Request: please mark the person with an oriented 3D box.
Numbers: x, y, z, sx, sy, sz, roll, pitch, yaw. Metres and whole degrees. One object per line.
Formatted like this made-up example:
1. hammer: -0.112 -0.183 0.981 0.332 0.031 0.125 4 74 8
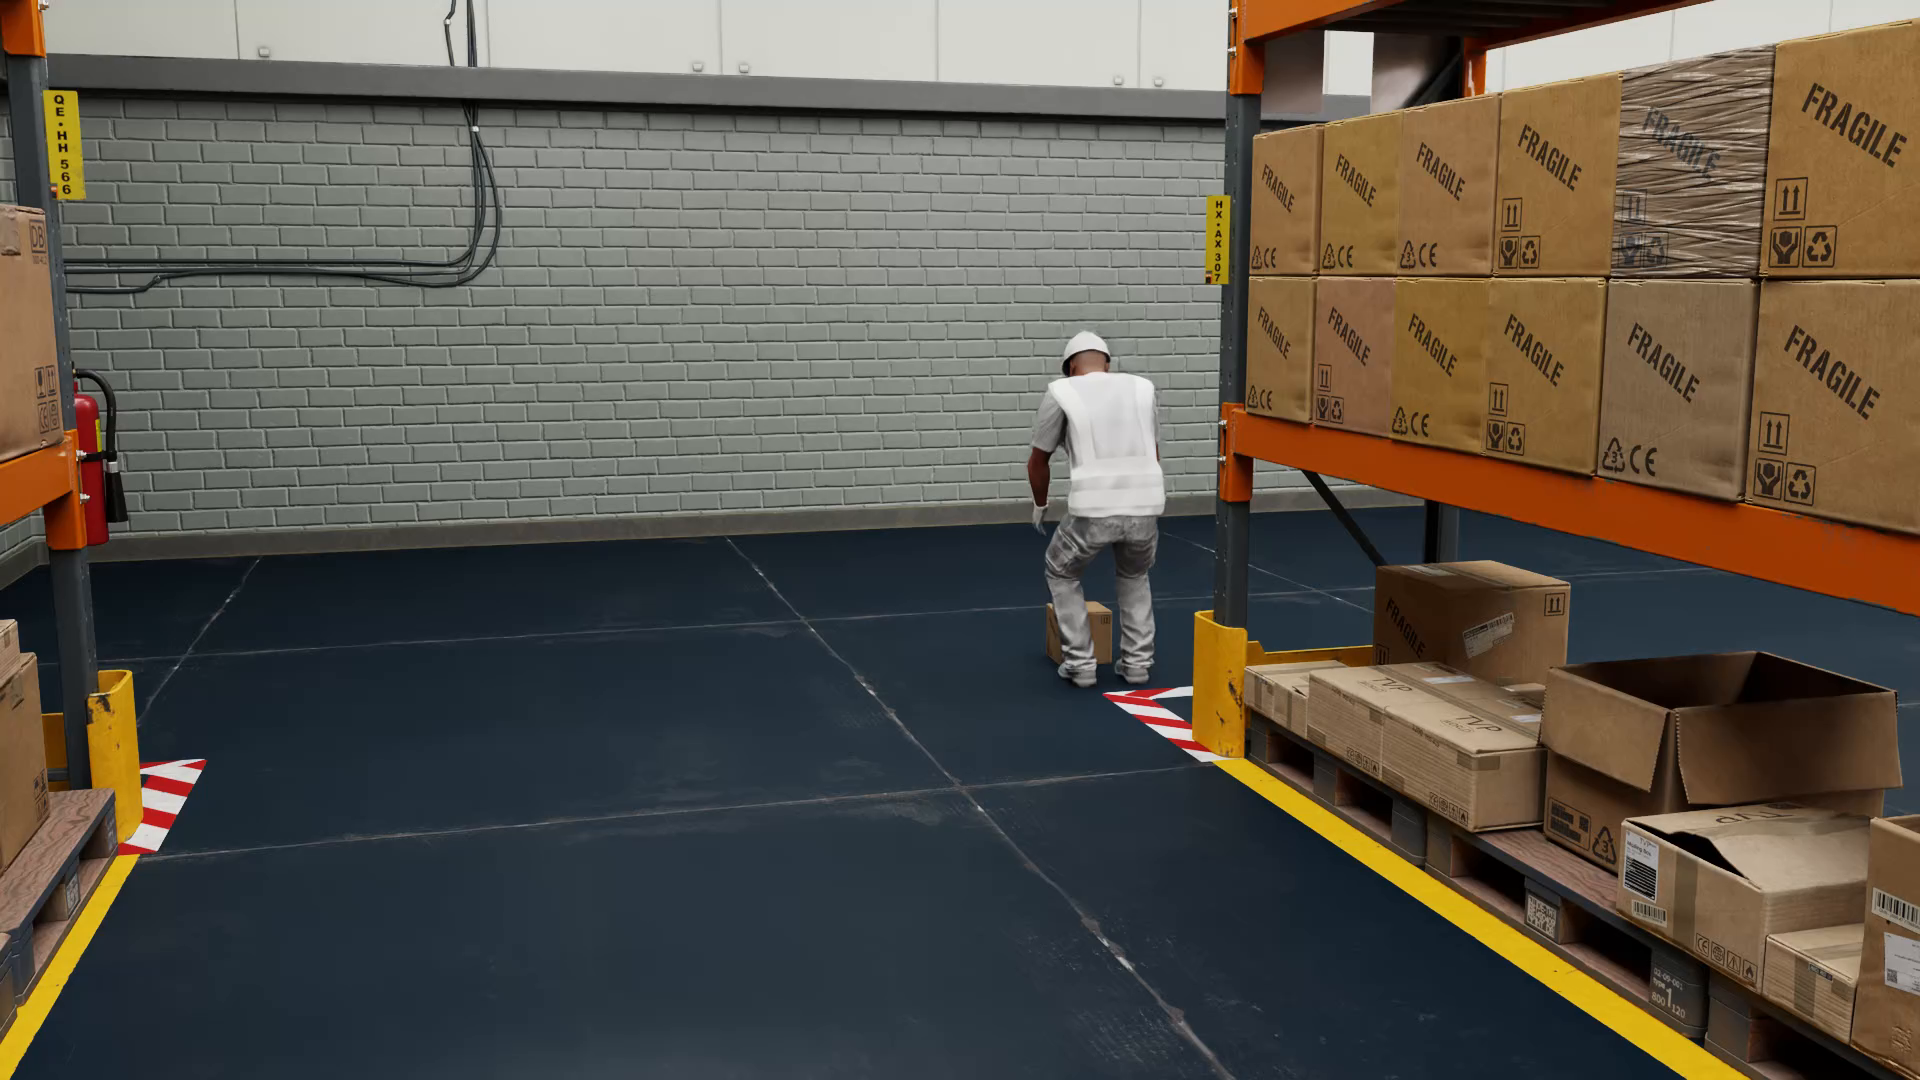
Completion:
1. person: 0.612 -0.140 7.407 0.607 1.552 0.674 -2 9 -11
